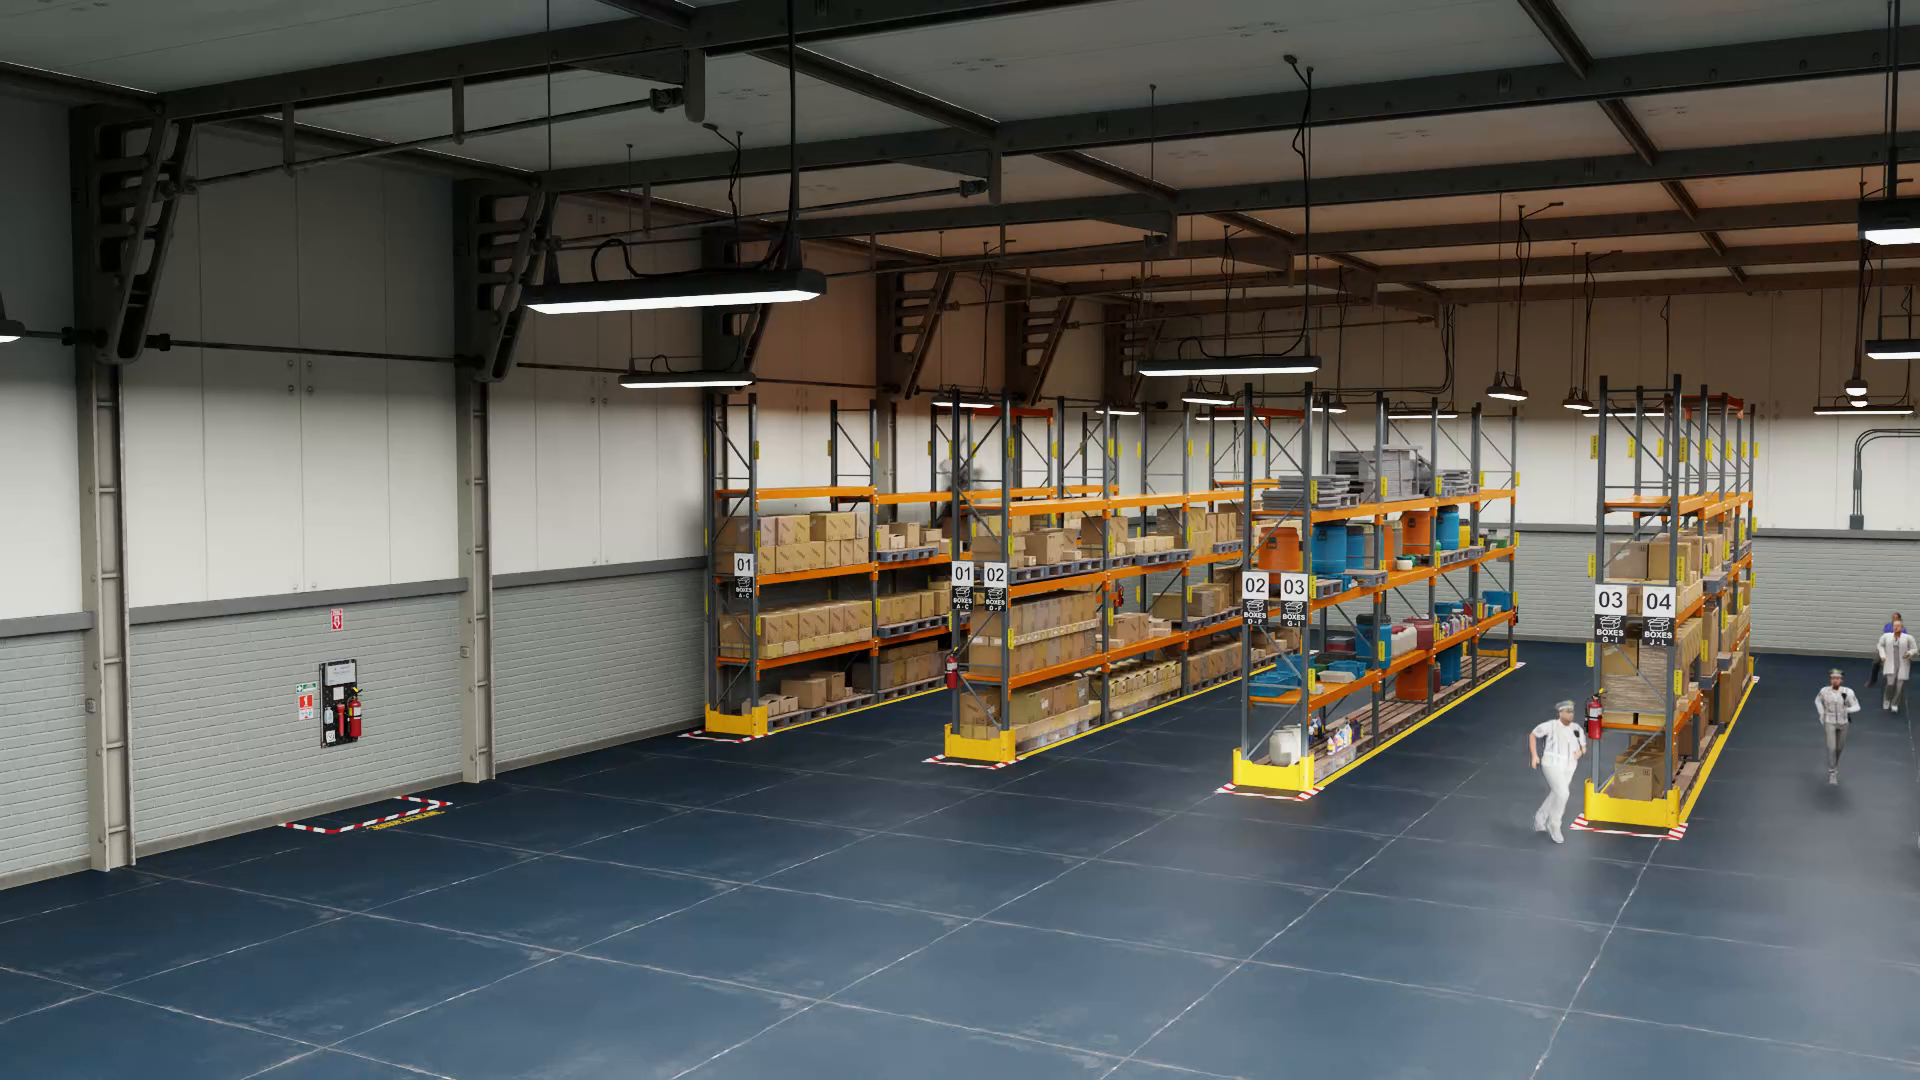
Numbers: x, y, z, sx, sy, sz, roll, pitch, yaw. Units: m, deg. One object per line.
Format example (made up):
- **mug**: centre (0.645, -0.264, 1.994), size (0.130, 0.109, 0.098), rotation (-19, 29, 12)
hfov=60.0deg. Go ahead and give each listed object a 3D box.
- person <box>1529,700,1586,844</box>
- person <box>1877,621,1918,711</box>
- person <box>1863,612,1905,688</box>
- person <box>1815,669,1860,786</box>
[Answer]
- **person**: centre (7.789, 2.961, 21.520), size (0.660, 1.776, 0.721), rotation (-1, 3, -14)
- **person**: centre (17.848, 2.411, 31.674), size (0.686, 1.748, 0.671), rotation (2, 4, 31)
- **person**: centre (19.493, 2.322, 34.906), size (0.712, 1.642, 0.746), rotation (-2, 4, -30)
- **person**: centre (13.258, 2.798, 25.126), size (0.597, 1.721, 0.849), rotation (1, 3, 24)
